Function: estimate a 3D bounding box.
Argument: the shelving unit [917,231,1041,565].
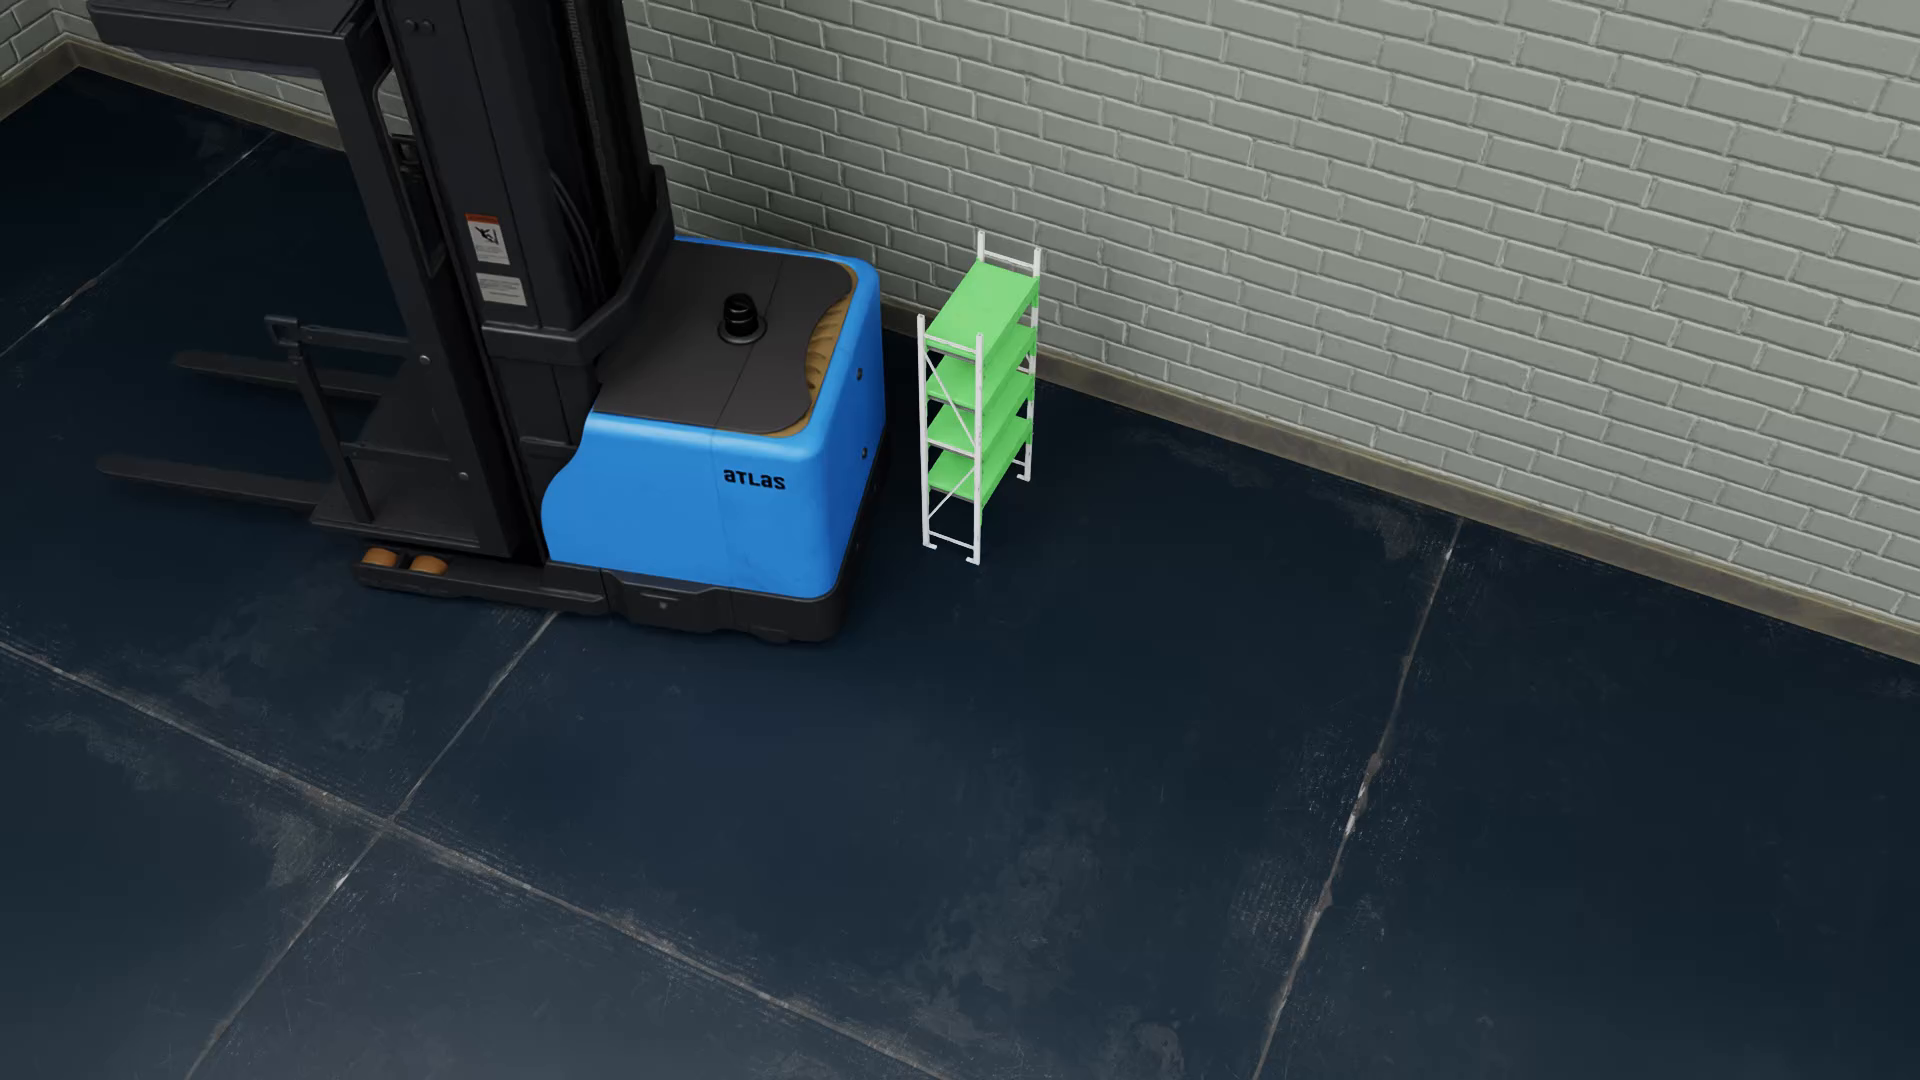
[{"bbox_3d":[0.071,-0.503,6.205,0.258,1.200,0.503,20,52,16],"label":"shelving unit"}]

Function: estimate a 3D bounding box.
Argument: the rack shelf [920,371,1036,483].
[{"bbox_3d":[0.071,-0.461,6.254,0.258,0.148,0.480,20,52,16],"label":"rack shelf"}]

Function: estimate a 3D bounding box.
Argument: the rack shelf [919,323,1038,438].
[{"bbox_3d":[0.071,-0.617,6.071,0.258,0.148,0.480,20,52,16],"label":"rack shelf"}]

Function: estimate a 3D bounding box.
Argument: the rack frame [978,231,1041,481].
[{"bbox_3d":[0.175,-0.671,6.348,0.240,1.200,0.015,20,52,16],"label":"rack frame"}]

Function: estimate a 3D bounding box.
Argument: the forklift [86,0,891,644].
[{"bbox_3d":[-1.847,-1.122,5.595,3.031,2.935,1.130,8,50,7],"label":"forklift"}]

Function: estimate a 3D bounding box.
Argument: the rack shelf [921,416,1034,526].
[{"bbox_3d":[0.071,-0.306,6.437,0.258,0.148,0.480,20,52,16],"label":"rack shelf"}]

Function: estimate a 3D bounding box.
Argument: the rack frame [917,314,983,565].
[{"bbox_3d":[-0.034,-0.335,6.062,0.240,1.200,0.015,20,52,16],"label":"rack frame"}]

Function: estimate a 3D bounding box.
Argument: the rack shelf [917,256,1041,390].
[{"bbox_3d":[0.071,-0.772,5.888,0.258,0.148,0.480,20,52,16],"label":"rack shelf"}]
